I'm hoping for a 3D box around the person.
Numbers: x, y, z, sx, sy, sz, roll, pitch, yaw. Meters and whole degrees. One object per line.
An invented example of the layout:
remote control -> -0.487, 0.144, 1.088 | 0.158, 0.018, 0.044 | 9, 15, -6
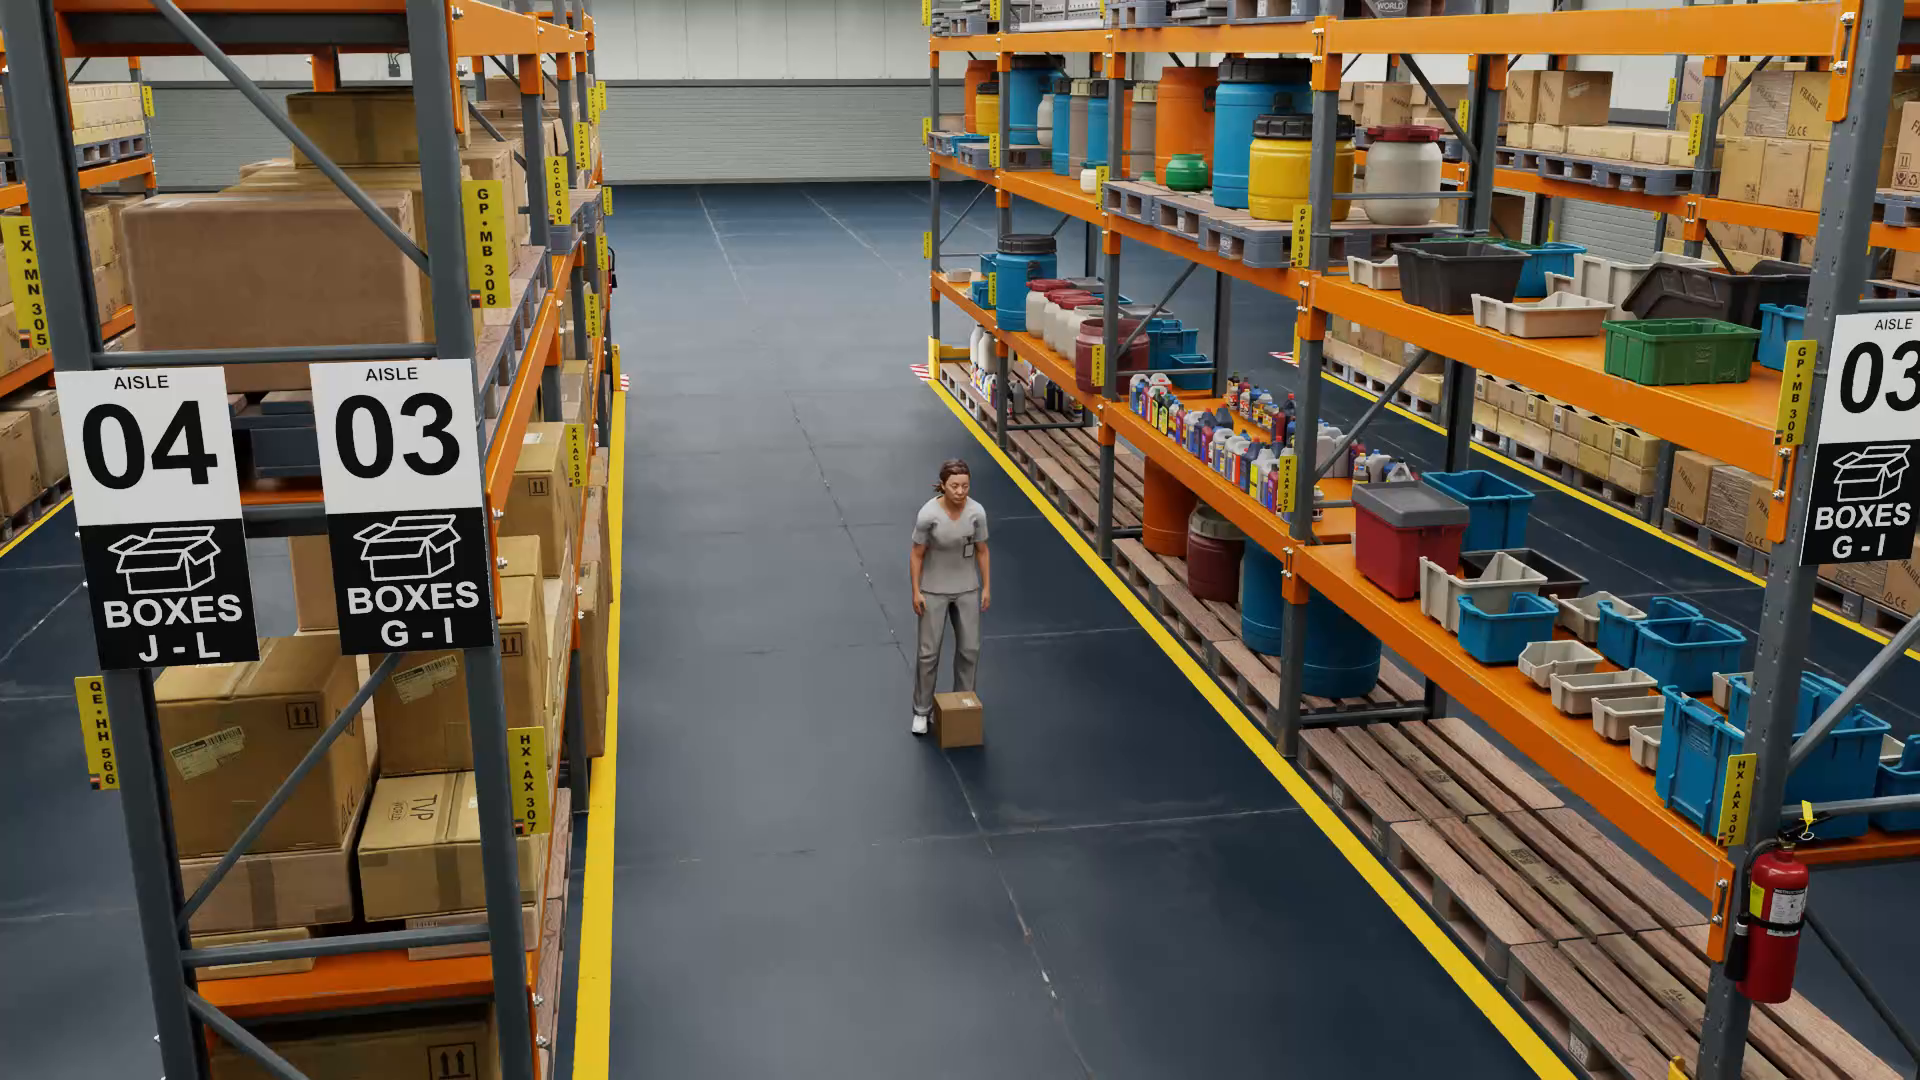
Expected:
person -> -0.063, 0.320, 9.955 | 0.514, 1.672, 0.356 | -4, 17, -13
